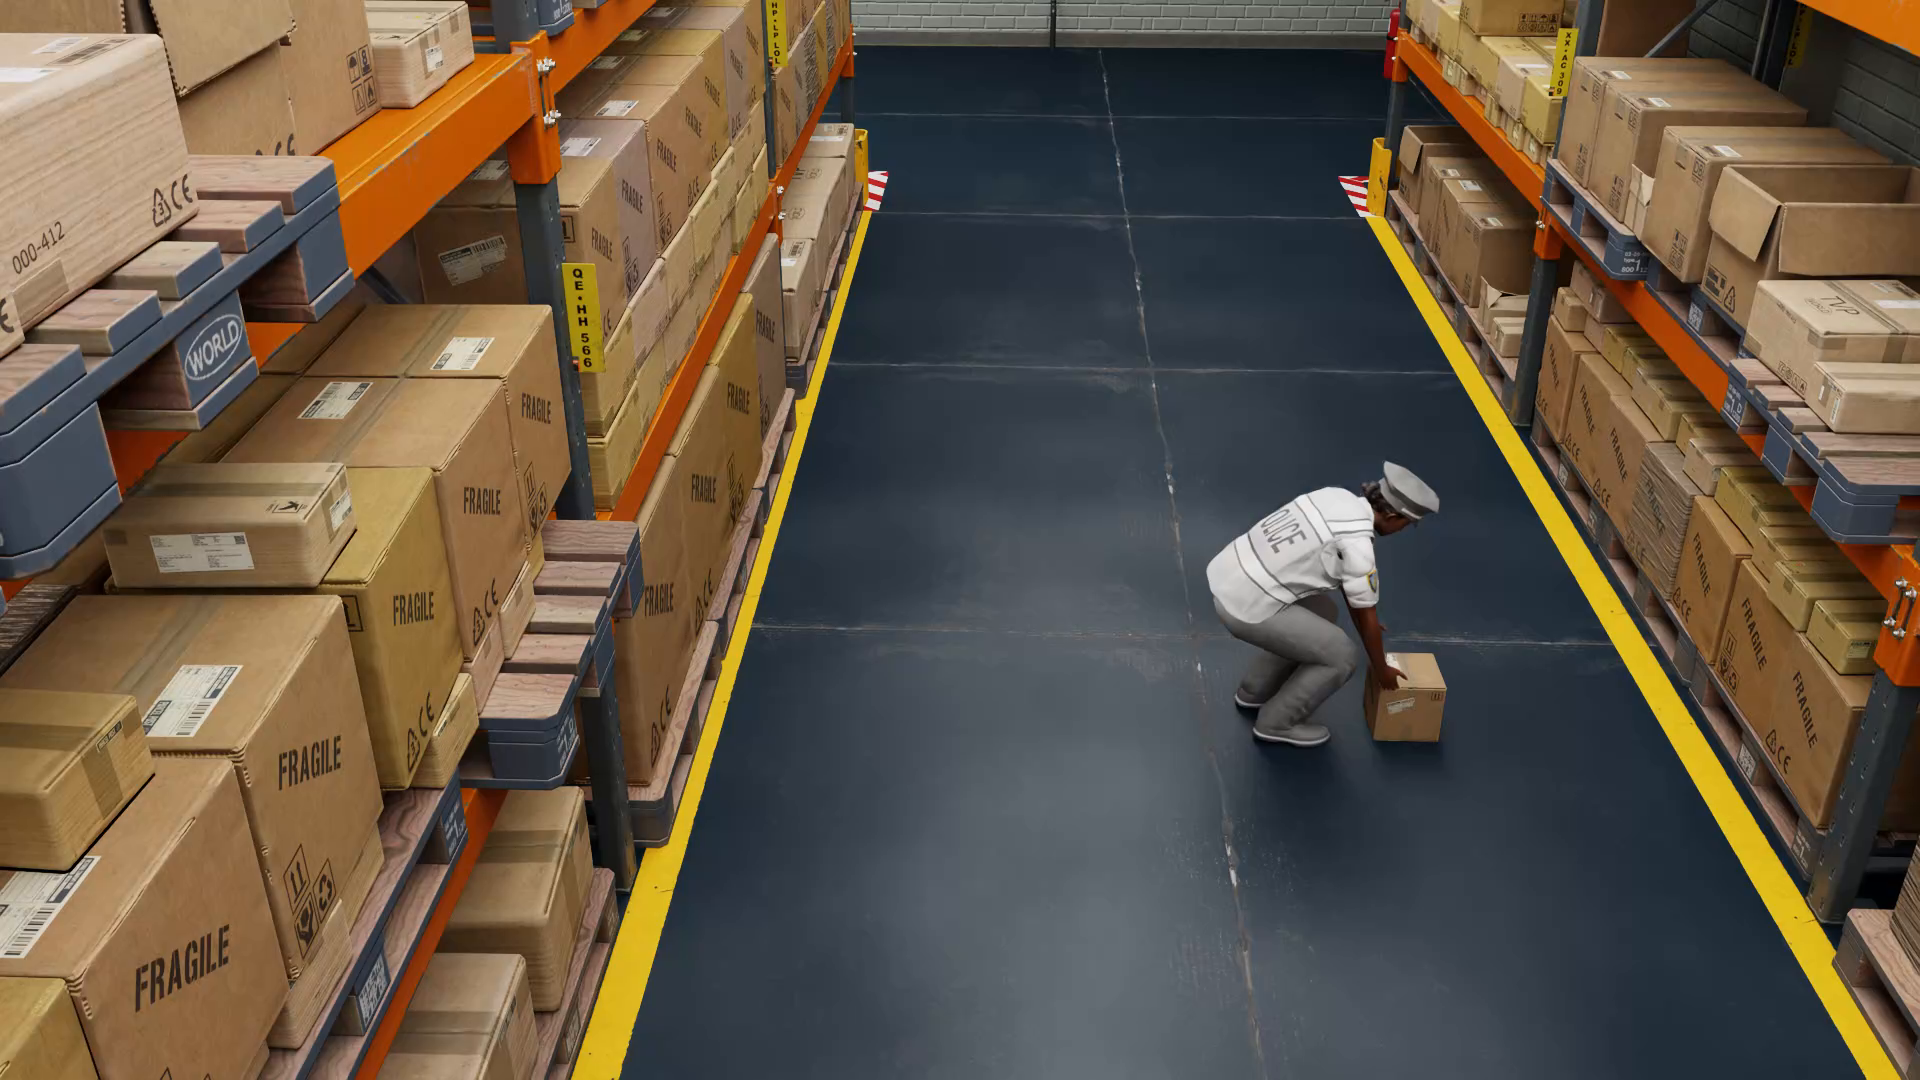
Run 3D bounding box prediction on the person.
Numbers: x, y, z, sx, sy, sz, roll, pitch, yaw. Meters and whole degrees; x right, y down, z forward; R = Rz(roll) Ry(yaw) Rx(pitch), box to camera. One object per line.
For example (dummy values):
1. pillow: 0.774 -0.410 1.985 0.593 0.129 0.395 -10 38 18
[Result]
1. person: 1.350 0.226 6.321 0.835 1.083 0.489 1 28 2
